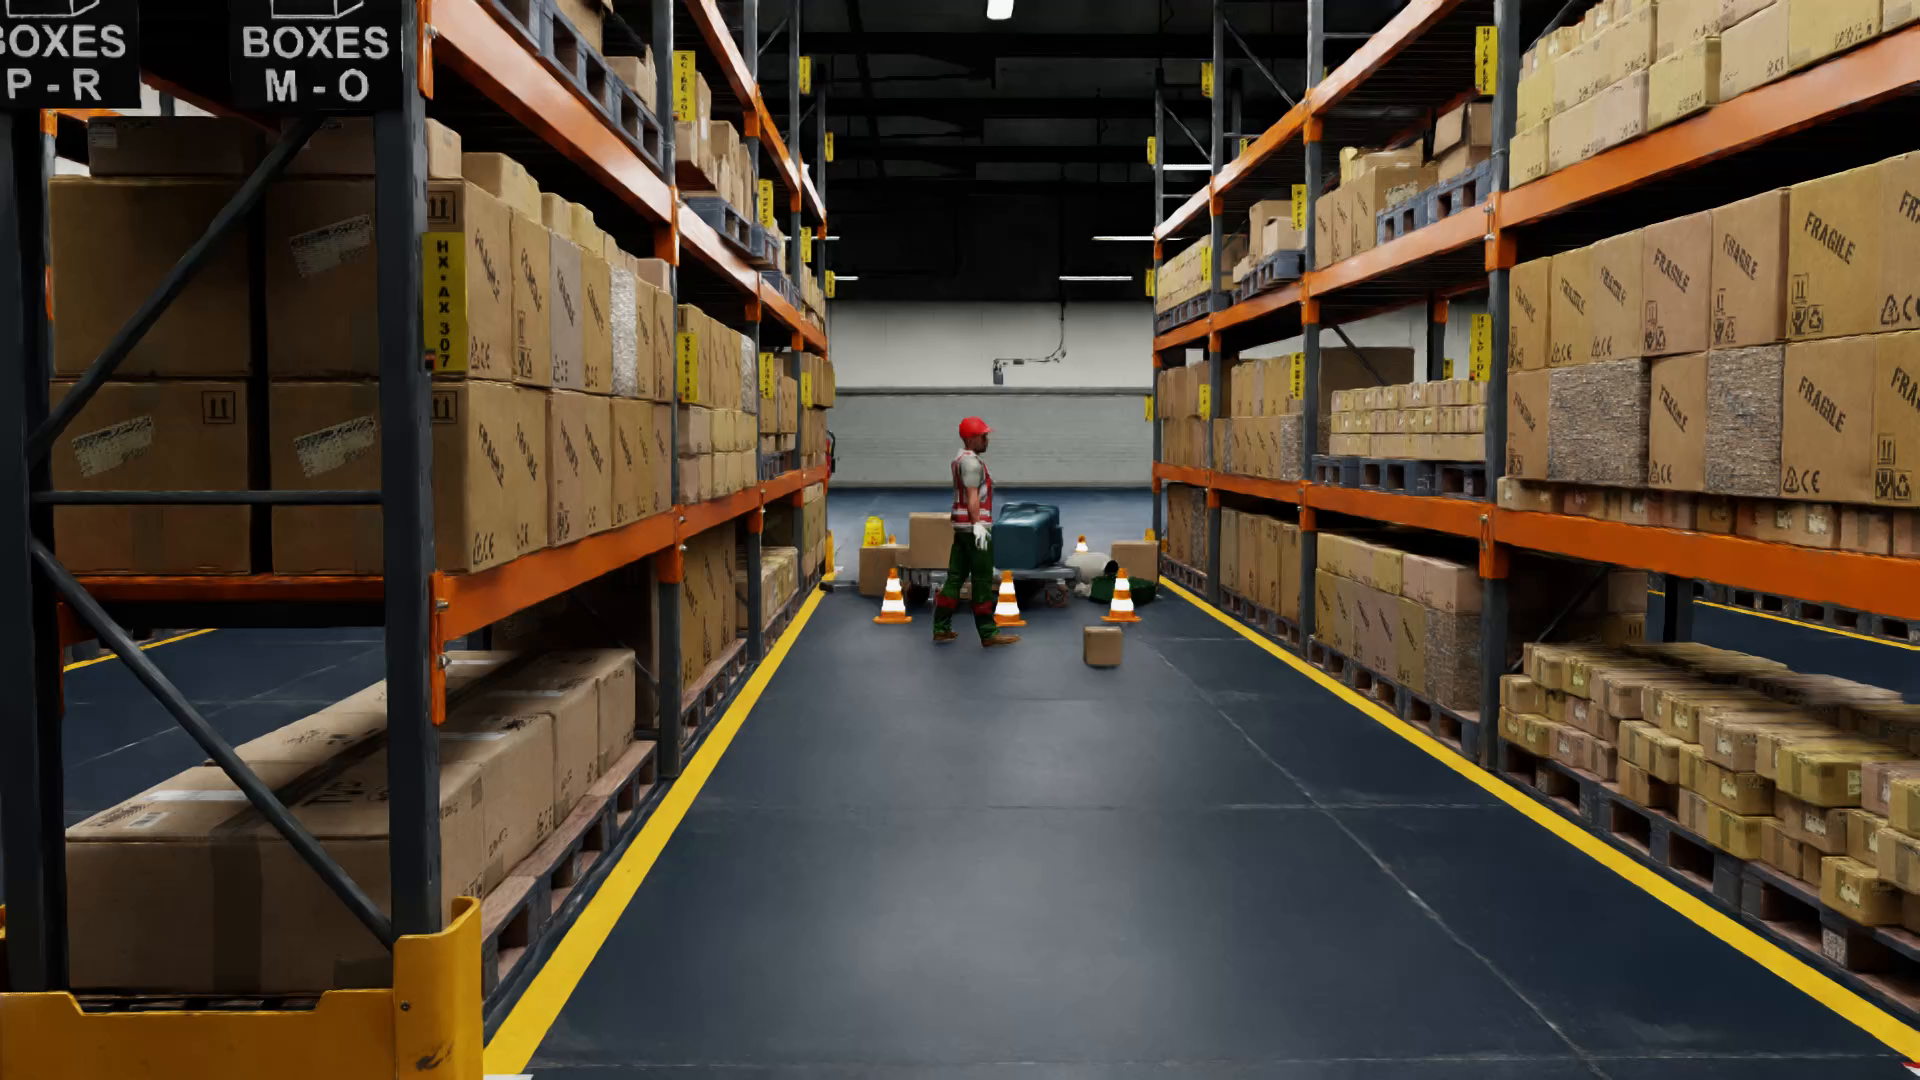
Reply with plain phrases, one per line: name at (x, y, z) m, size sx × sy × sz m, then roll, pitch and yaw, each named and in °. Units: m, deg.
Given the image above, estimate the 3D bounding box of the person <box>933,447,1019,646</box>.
person at (0.131, 0.052, 12.994) m, size 0.634 × 1.551 × 0.753 m, roll -1°, pitch 4°, yaw -12°
